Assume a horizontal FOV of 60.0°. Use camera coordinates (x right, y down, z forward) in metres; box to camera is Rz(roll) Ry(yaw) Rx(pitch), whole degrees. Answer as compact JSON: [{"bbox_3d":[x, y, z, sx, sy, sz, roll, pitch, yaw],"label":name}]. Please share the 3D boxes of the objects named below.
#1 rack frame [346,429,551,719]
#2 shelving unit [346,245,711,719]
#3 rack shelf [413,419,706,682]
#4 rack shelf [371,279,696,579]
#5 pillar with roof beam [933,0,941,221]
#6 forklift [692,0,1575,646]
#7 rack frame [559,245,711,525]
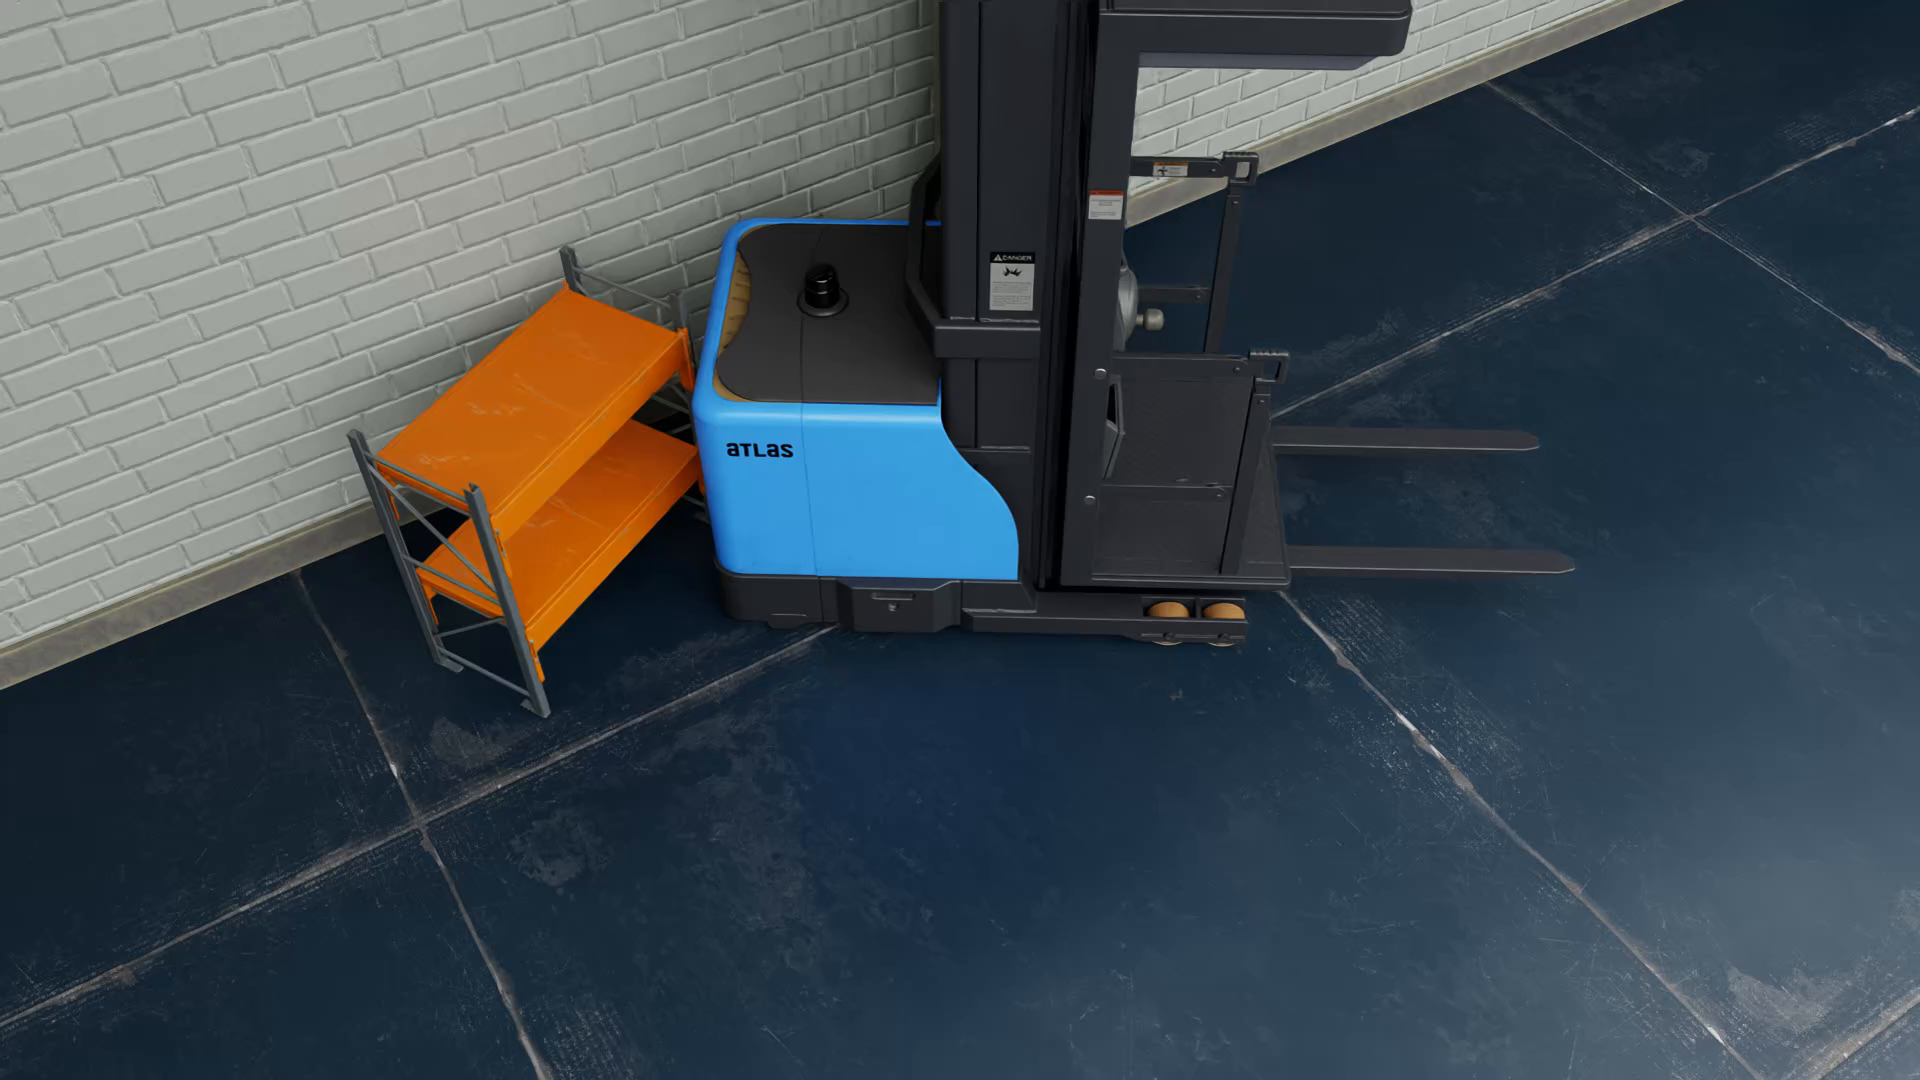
[{"bbox_3d":[-1.632,0.137,5.375,0.500,1.125,0.032,23,52,19],"label":"rack frame"},{"bbox_3d":[-1.381,-0.193,5.669,0.538,1.125,1.048,23,52,19],"label":"shelving unit"},{"bbox_3d":[-1.381,-0.031,5.851,0.538,0.278,1.000,23,52,19],"label":"rack shelf"},{"bbox_3d":[-1.381,-0.388,5.450,0.538,0.278,1.000,23,52,19],"label":"rack shelf"},{"bbox_3d":[2.443,-1.290,1.373,0.400,9.000,9.100,-25,53,-21],"label":"pillar with roof beam"},{"bbox_3d":[0.665,-1.003,5.180,3.031,2.935,1.130,1,48,1],"label":"forklift"},{"bbox_3d":[-1.130,-0.523,5.963,0.500,1.125,0.032,23,52,19],"label":"rack frame"}]
